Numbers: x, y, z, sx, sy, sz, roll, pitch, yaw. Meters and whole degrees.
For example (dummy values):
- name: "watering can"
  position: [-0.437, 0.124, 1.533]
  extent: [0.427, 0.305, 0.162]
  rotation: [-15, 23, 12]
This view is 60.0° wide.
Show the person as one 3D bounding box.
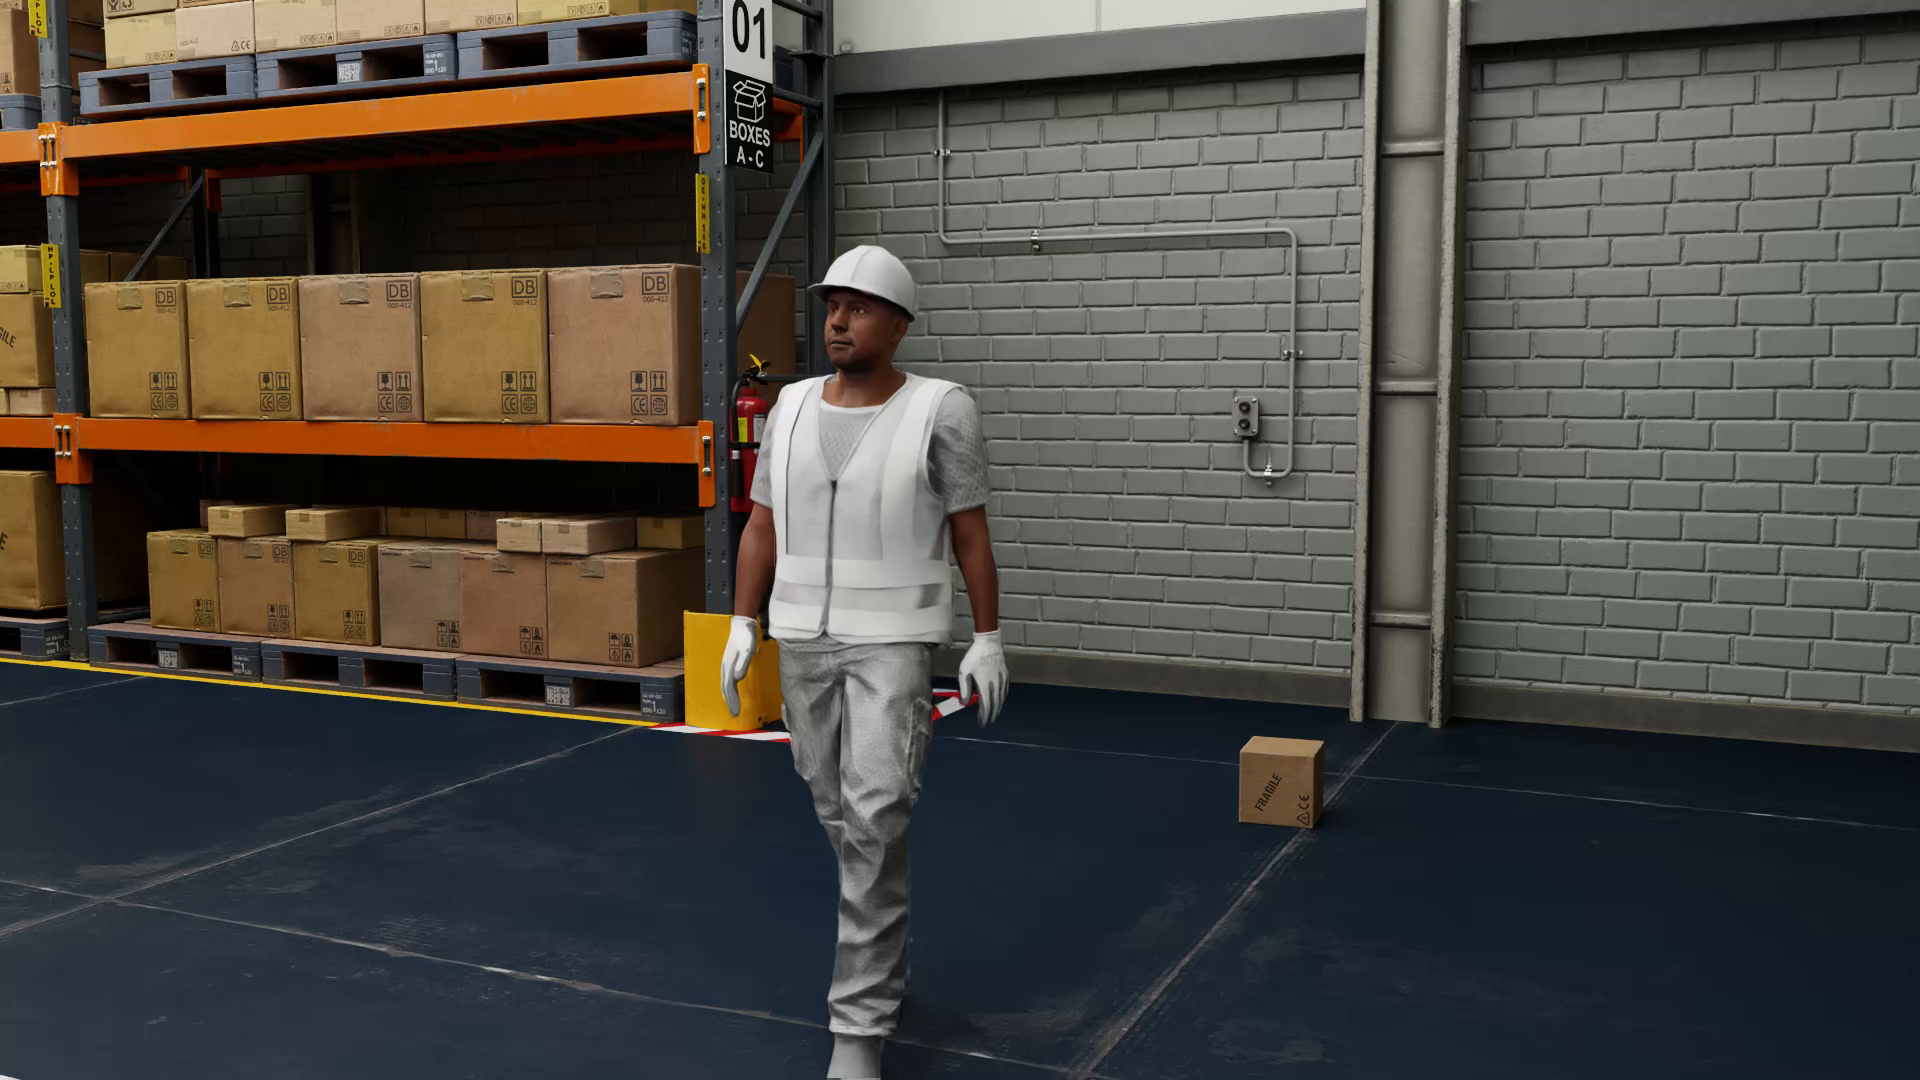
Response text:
- name: "person"
  position: [-0.247, 0.271, 3.674]
  extent: [0.601, 1.830, 0.706]
  rotation: [3, 6, 25]
